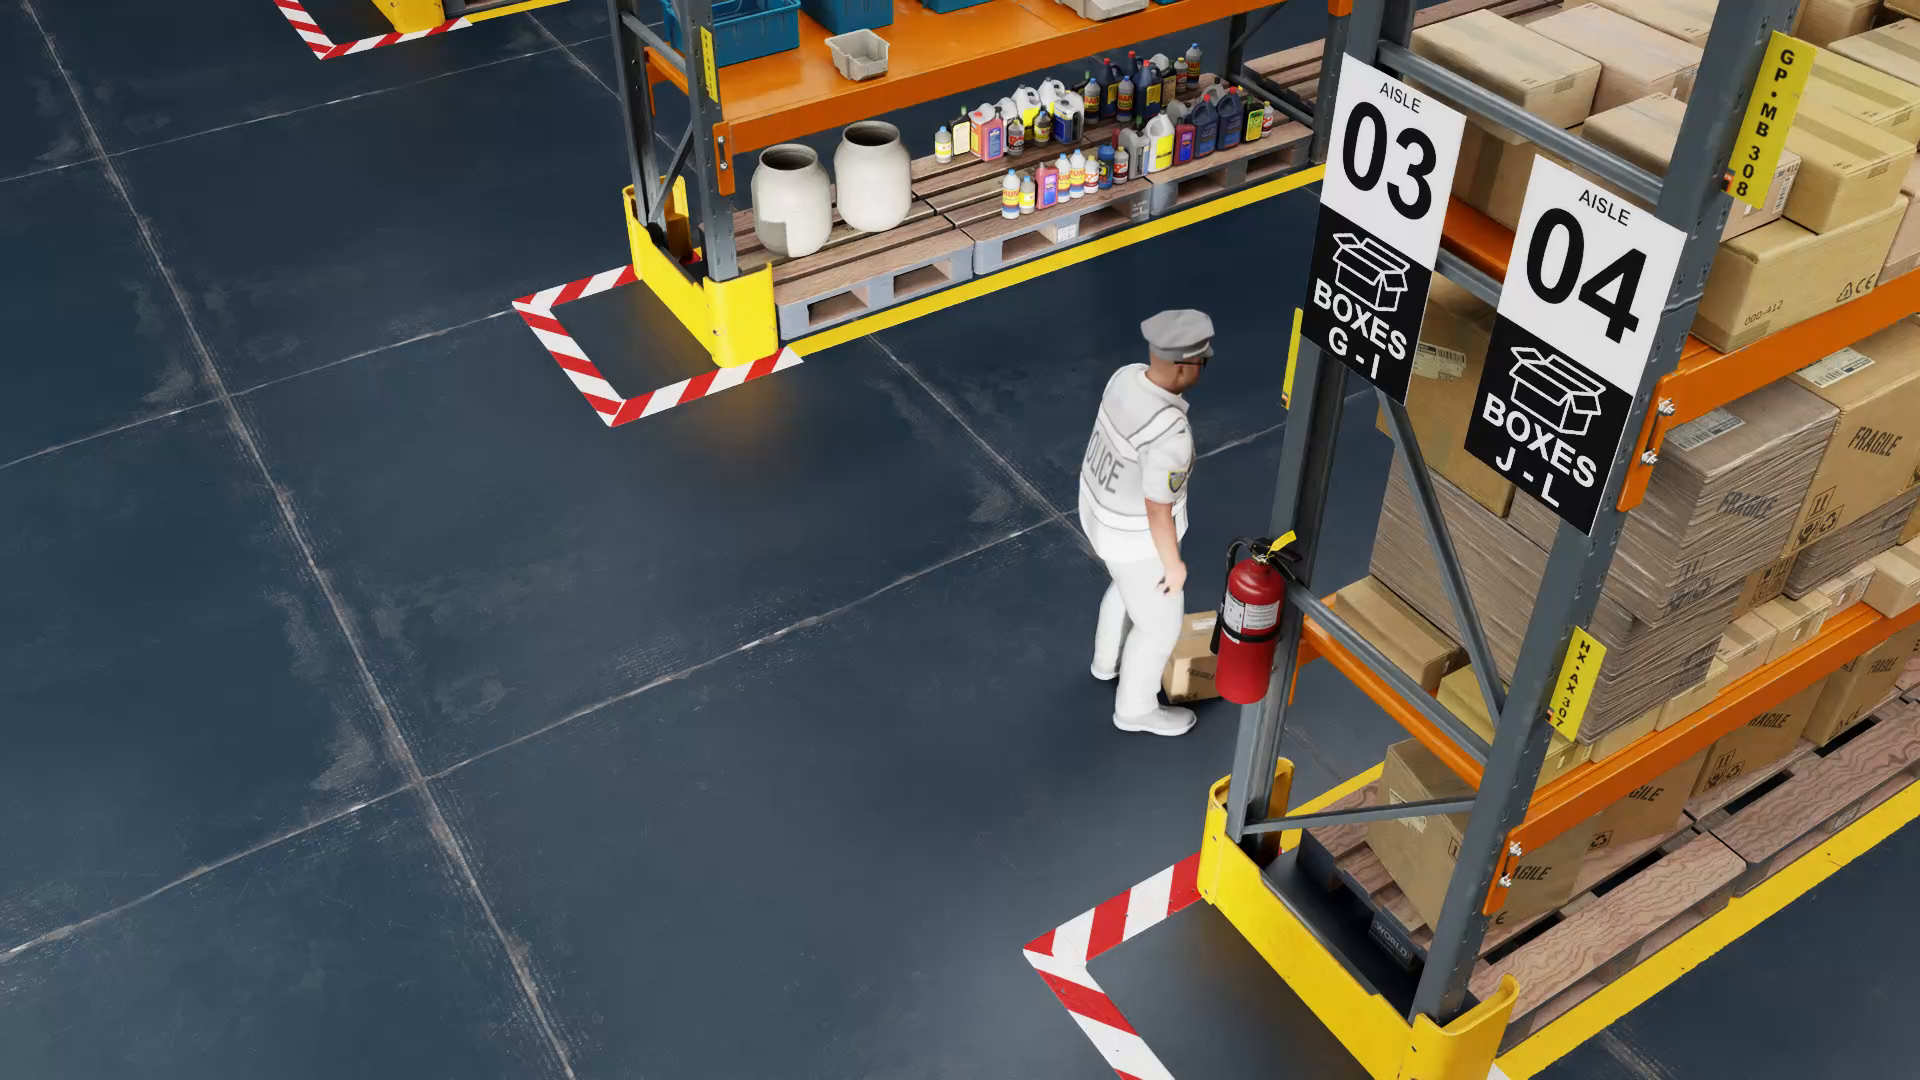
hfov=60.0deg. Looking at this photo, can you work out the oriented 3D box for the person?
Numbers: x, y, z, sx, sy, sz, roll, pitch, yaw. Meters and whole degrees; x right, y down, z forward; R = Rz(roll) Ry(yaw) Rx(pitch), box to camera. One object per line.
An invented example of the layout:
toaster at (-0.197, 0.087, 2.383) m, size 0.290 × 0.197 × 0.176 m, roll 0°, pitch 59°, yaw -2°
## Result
person at (0.675, -0.054, 6.215) m, size 0.436 × 1.746 × 0.590 m, roll -9°, pitch 41°, yaw -11°
